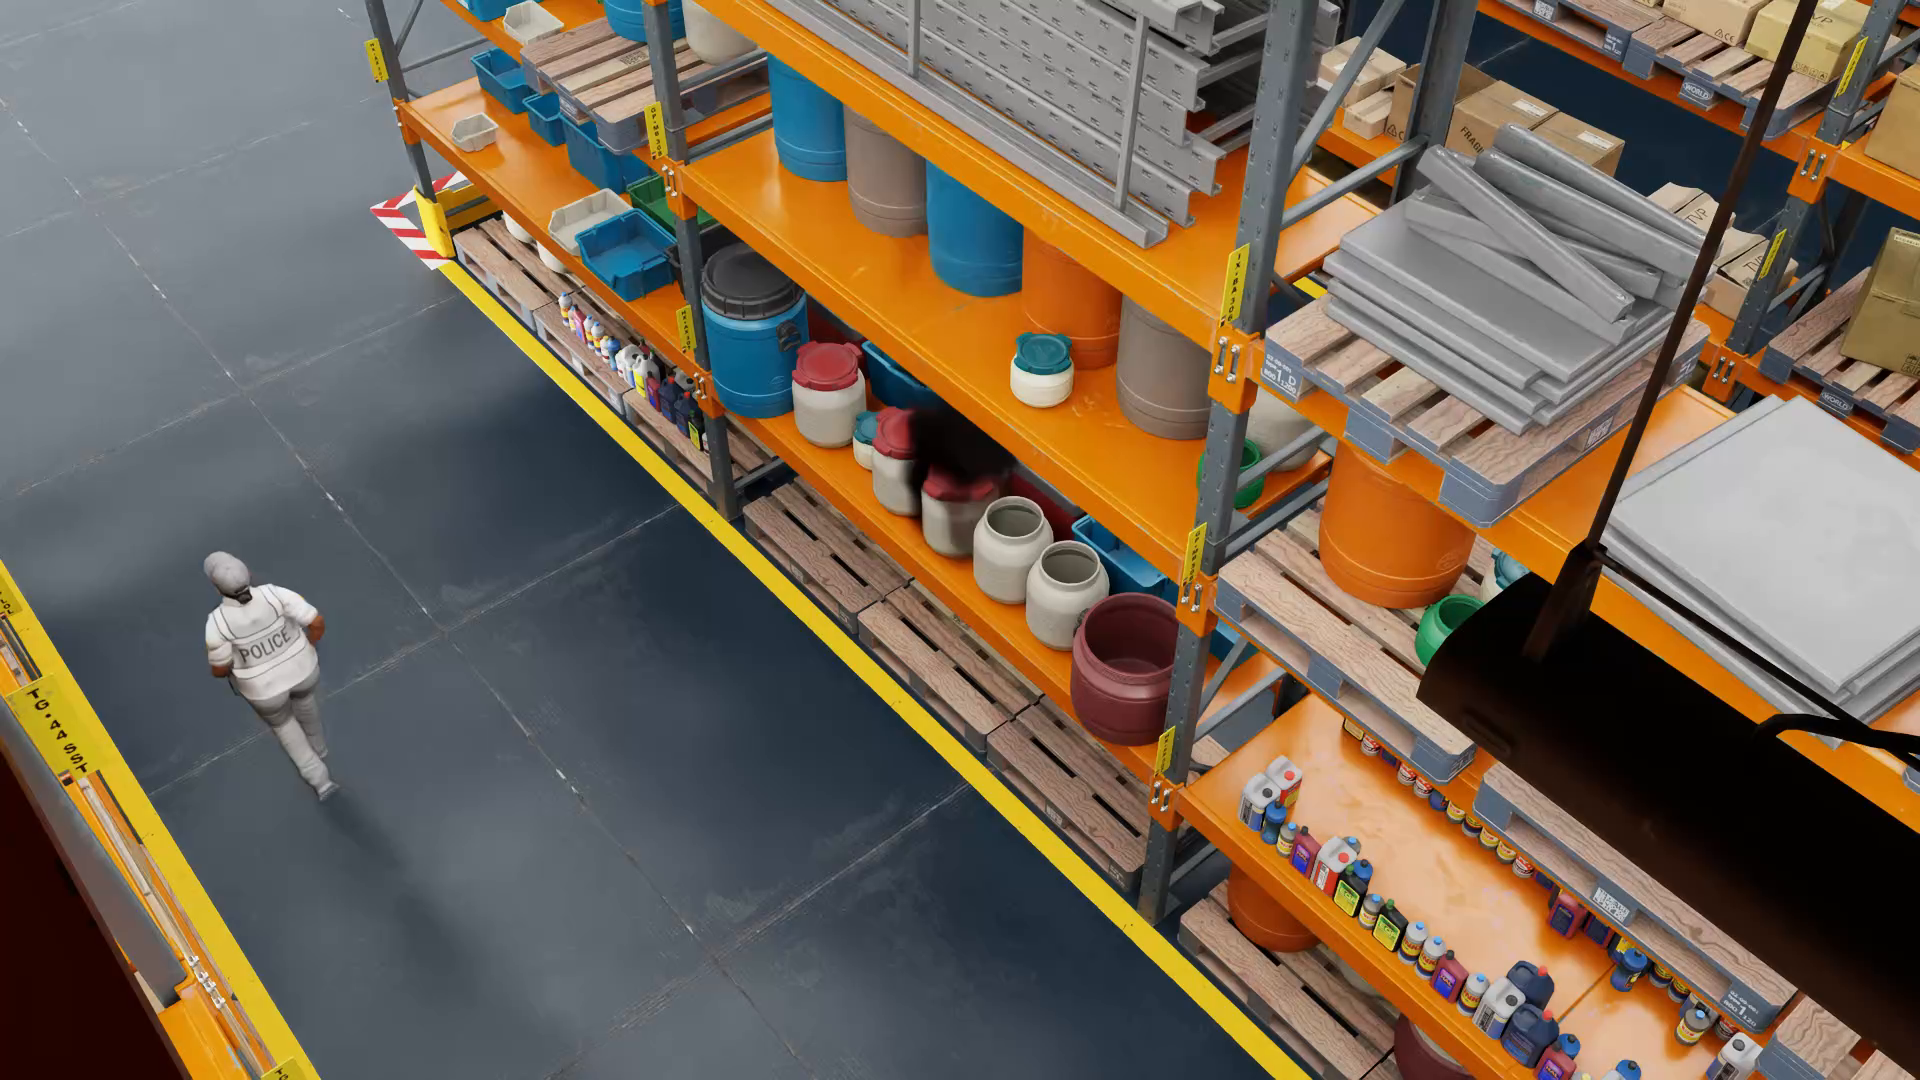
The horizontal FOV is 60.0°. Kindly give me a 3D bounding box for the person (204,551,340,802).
[{"bbox_3d":[-3.589,0.723,8.789,0.591,1.652,0.670,-33,55,-27],"label":"person"}]
